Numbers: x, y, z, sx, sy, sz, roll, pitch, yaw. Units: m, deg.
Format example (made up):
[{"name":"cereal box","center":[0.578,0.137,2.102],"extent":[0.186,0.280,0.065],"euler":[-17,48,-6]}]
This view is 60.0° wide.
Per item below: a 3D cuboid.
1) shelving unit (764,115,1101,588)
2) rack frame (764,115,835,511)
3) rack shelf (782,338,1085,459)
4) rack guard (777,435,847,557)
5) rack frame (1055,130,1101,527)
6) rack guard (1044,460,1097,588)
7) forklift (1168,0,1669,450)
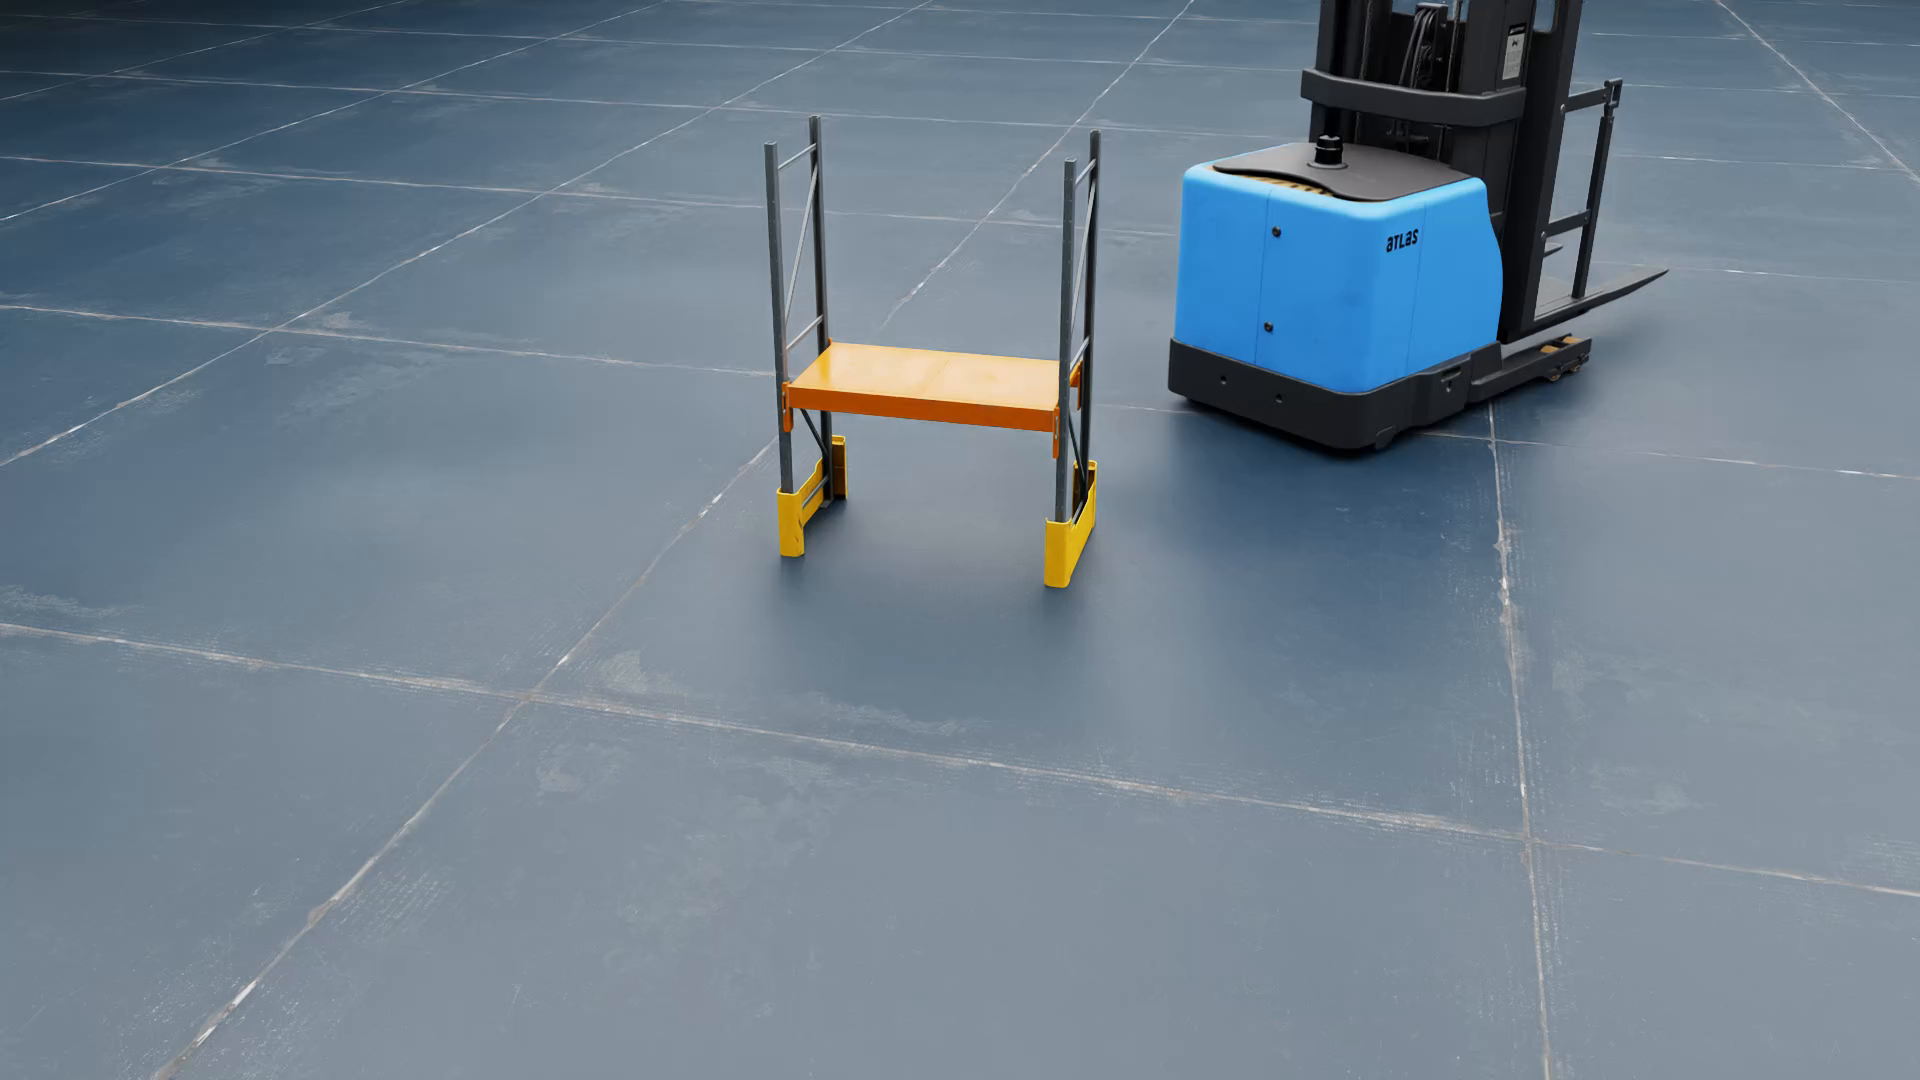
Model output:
[{"name":"shelving unit","center":[-0.074,-0.685,5.945],"extent":[1.083,1.500,0.587],"euler":[6,26,13]},{"name":"rack frame","center":[-0.575,-0.741,6.061],"extent":[0.032,1.500,0.500],"euler":[6,26,13]},{"name":"rack shelf","center":[-0.083,-0.524,6.024],"extent":[1.000,0.185,0.538],"euler":[6,26,13]},{"name":"rack guard","center":[-0.556,-0.174,6.325],"extent":[0.087,0.250,0.587],"euler":[6,26,13]},{"name":"rack frame","center":[0.410,-0.632,5.832],"extent":[0.032,1.500,0.500],"euler":[6,26,13]},{"name":"rack guard","center":[0.408,-0.068,6.101],"extent":[0.087,0.250,0.587],"euler":[6,26,13]},{"name":"forklift","center":[2.373,-2.218,7.498],"extent":[3.031,2.935,1.130],"euler":[-21,33,-37]}]
